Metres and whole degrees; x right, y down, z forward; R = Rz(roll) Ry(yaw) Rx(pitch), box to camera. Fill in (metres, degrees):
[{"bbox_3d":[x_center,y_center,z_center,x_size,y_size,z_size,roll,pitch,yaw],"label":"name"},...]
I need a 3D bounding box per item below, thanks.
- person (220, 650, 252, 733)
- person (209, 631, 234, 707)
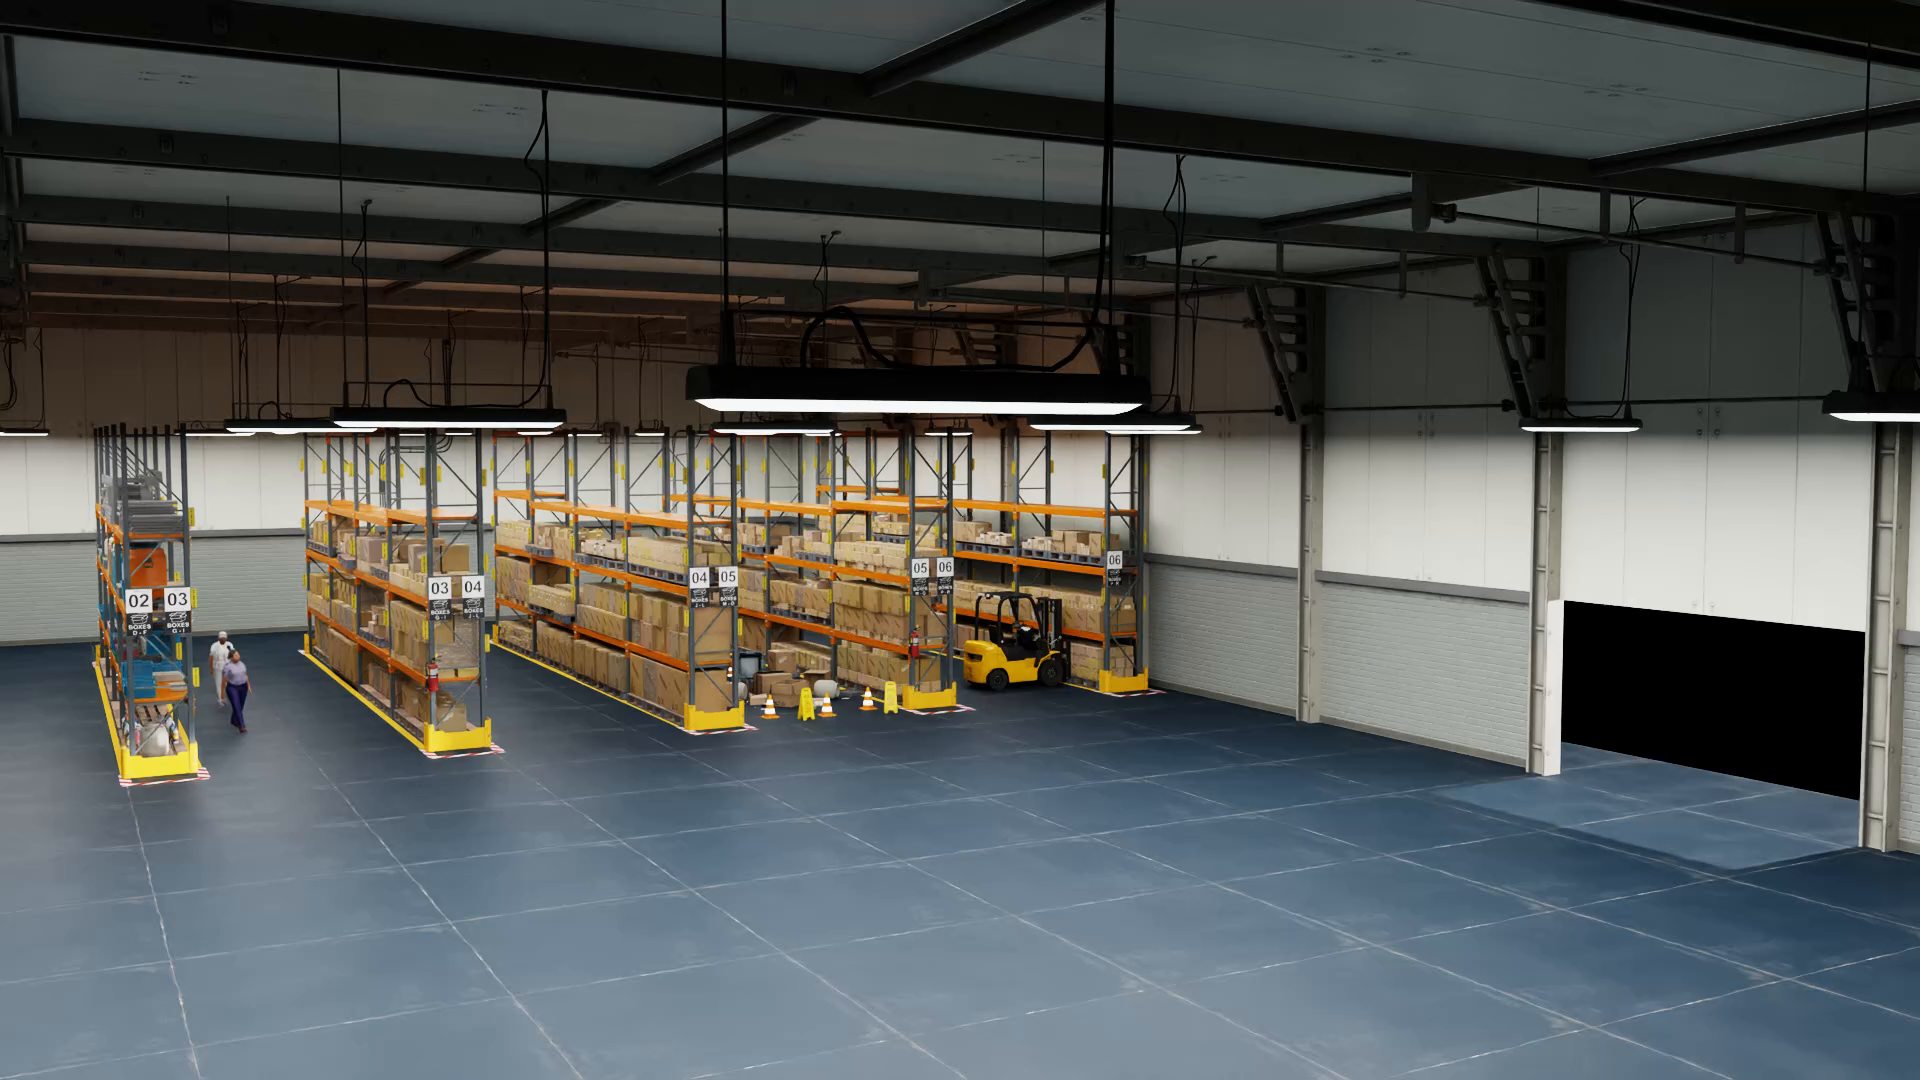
[{"bbox_3d":[-14.169,2.938,32.577,1.008,1.589,0.574,3,5,41],"label":"person"},{"bbox_3d":[-15.723,2.748,35.499,0.507,1.601,1.005,-3,5,-41],"label":"person"}]
